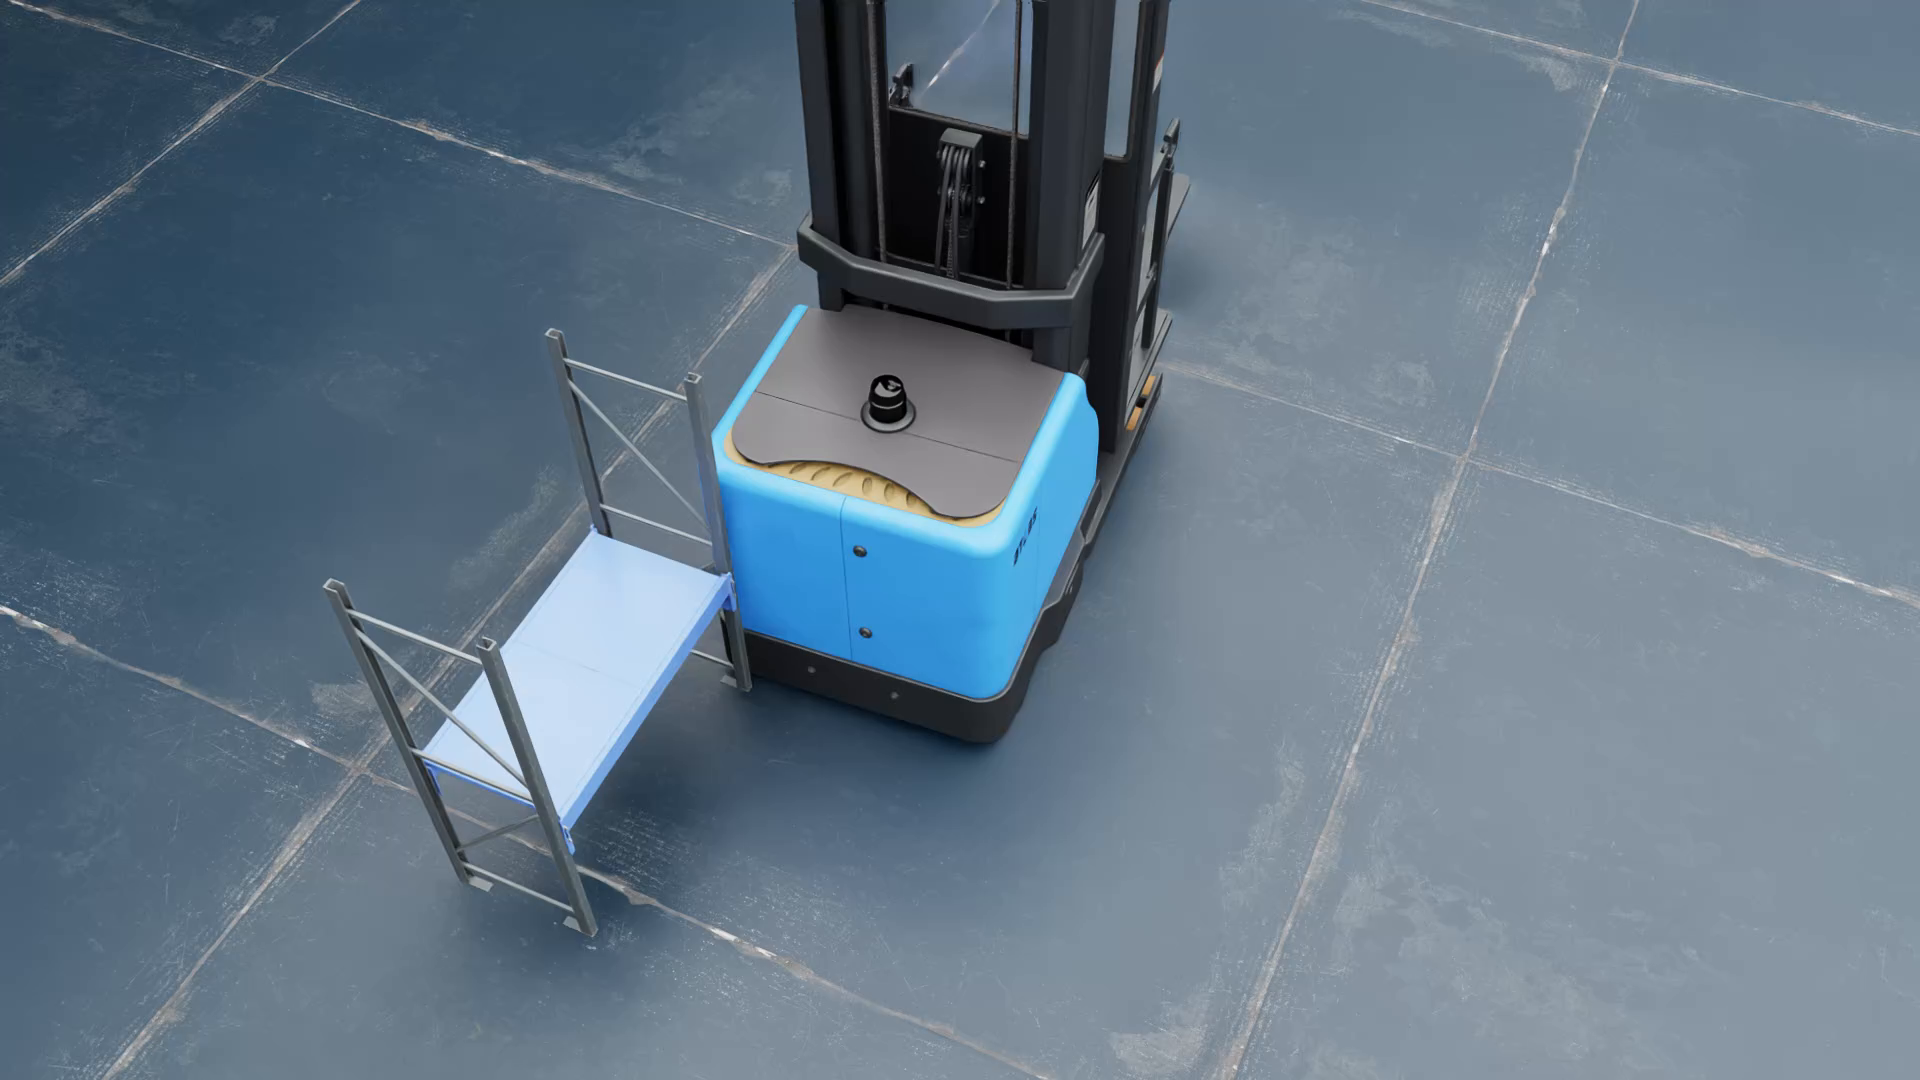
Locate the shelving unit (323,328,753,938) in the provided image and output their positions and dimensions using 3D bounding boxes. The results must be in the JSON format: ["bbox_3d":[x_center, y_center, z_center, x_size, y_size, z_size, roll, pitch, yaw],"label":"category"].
[{"bbox_3d":[-1.164,0.315,4.997,0.538,1.500,1.048,18,52,15],"label":"shelving unit"}]

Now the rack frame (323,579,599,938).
[{"bbox_3d":[-1.368,0.670,4.695,0.500,1.500,0.032,18,52,15],"label":"rack frame"}]

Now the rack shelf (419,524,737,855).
[{"bbox_3d":[-1.164,0.432,5.134,0.538,0.185,1.000,18,52,15],"label":"rack shelf"}]

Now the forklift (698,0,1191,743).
[{"bbox_3d":[0.168,-1.419,5.533,1.130,2.935,3.031,16,51,13],"label":"forklift"}]

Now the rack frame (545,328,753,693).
[{"bbox_3d":[-0.960,-0.040,5.299,0.500,1.500,0.032,18,52,15],"label":"rack frame"}]
